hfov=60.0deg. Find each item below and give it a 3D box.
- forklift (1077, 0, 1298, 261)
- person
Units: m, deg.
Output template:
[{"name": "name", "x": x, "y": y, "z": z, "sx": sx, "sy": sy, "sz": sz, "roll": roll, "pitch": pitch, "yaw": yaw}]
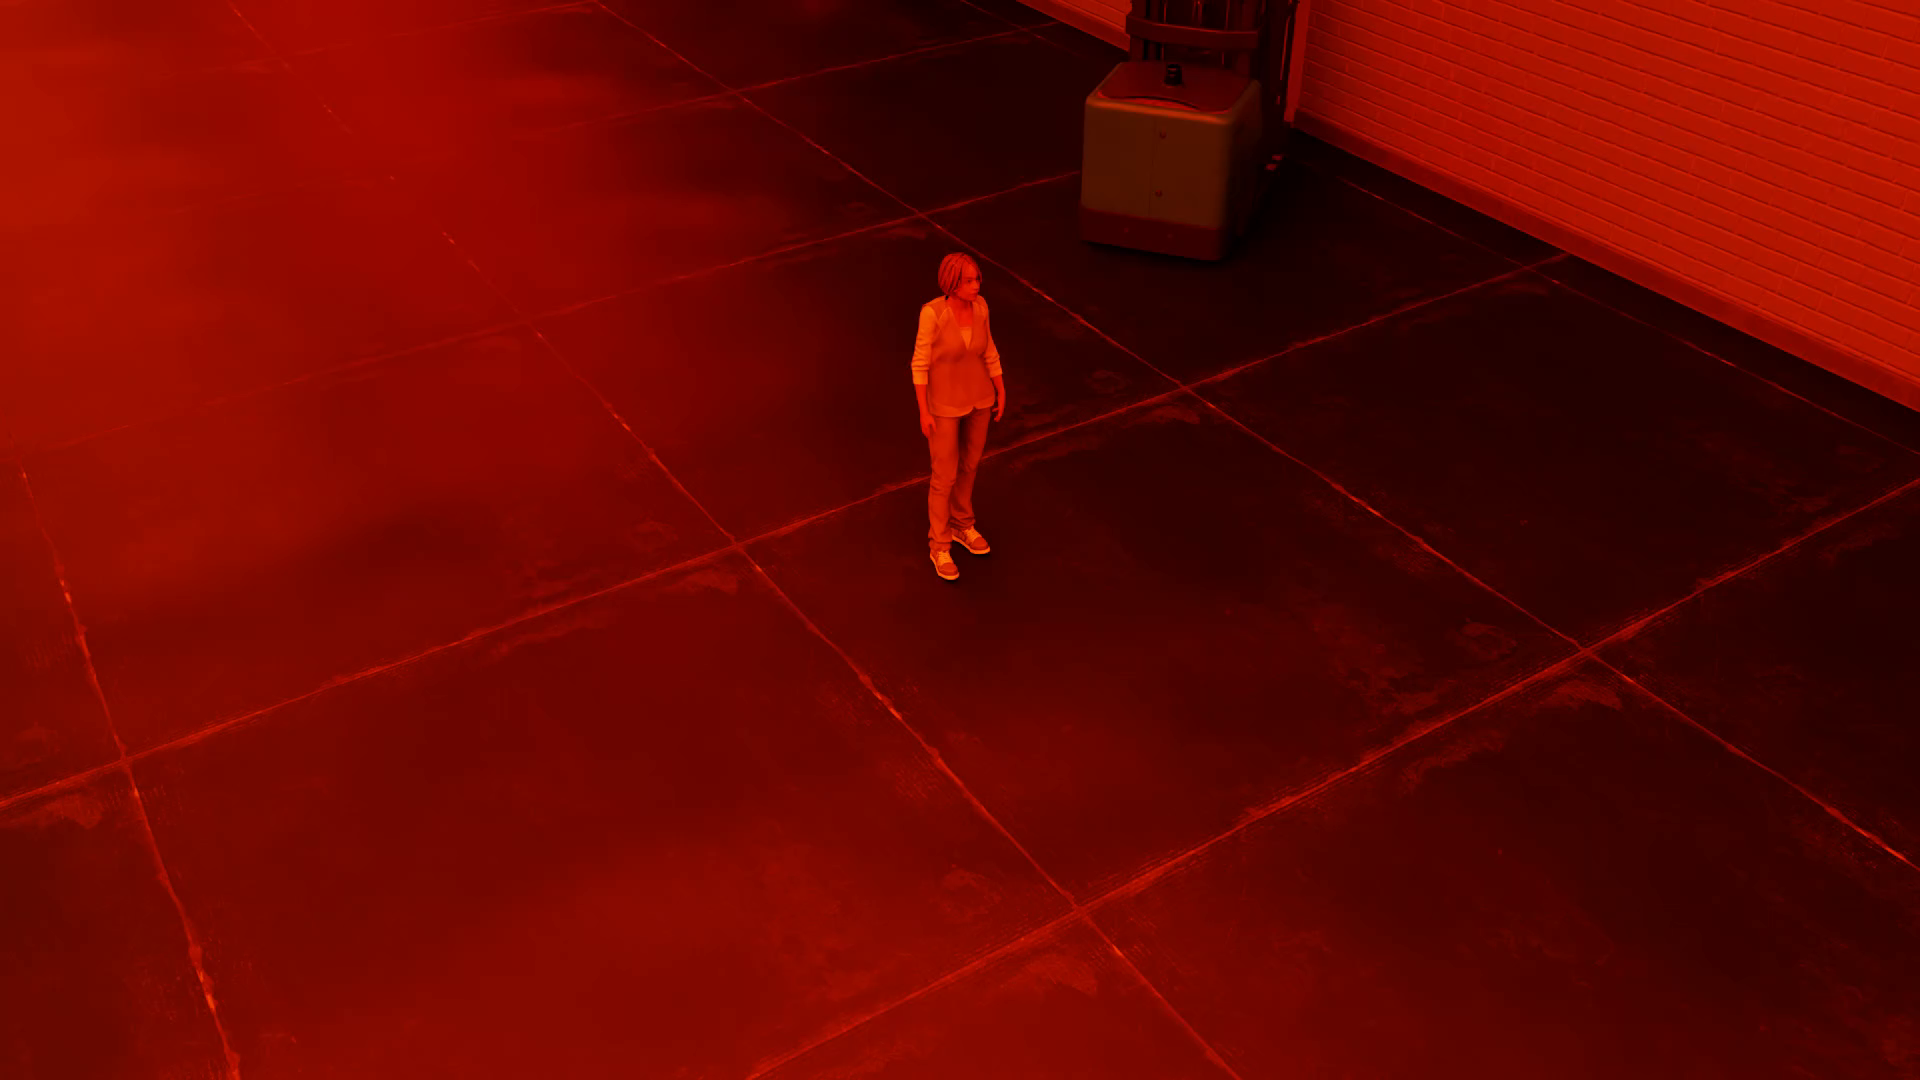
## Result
[{"name": "forklift", "x": 1.831, "y": -3.929, "z": 11.739, "sx": 1.130, "sy": 2.935, "sz": 3.031, "roll": 13, "pitch": 37, "yaw": 18}, {"name": "person", "x": 0.029, "y": -0.613, "z": 8.180, "sx": 0.520, "sy": 1.585, "sz": 0.473, "roll": -21, "pitch": 40, "yaw": -27}]
